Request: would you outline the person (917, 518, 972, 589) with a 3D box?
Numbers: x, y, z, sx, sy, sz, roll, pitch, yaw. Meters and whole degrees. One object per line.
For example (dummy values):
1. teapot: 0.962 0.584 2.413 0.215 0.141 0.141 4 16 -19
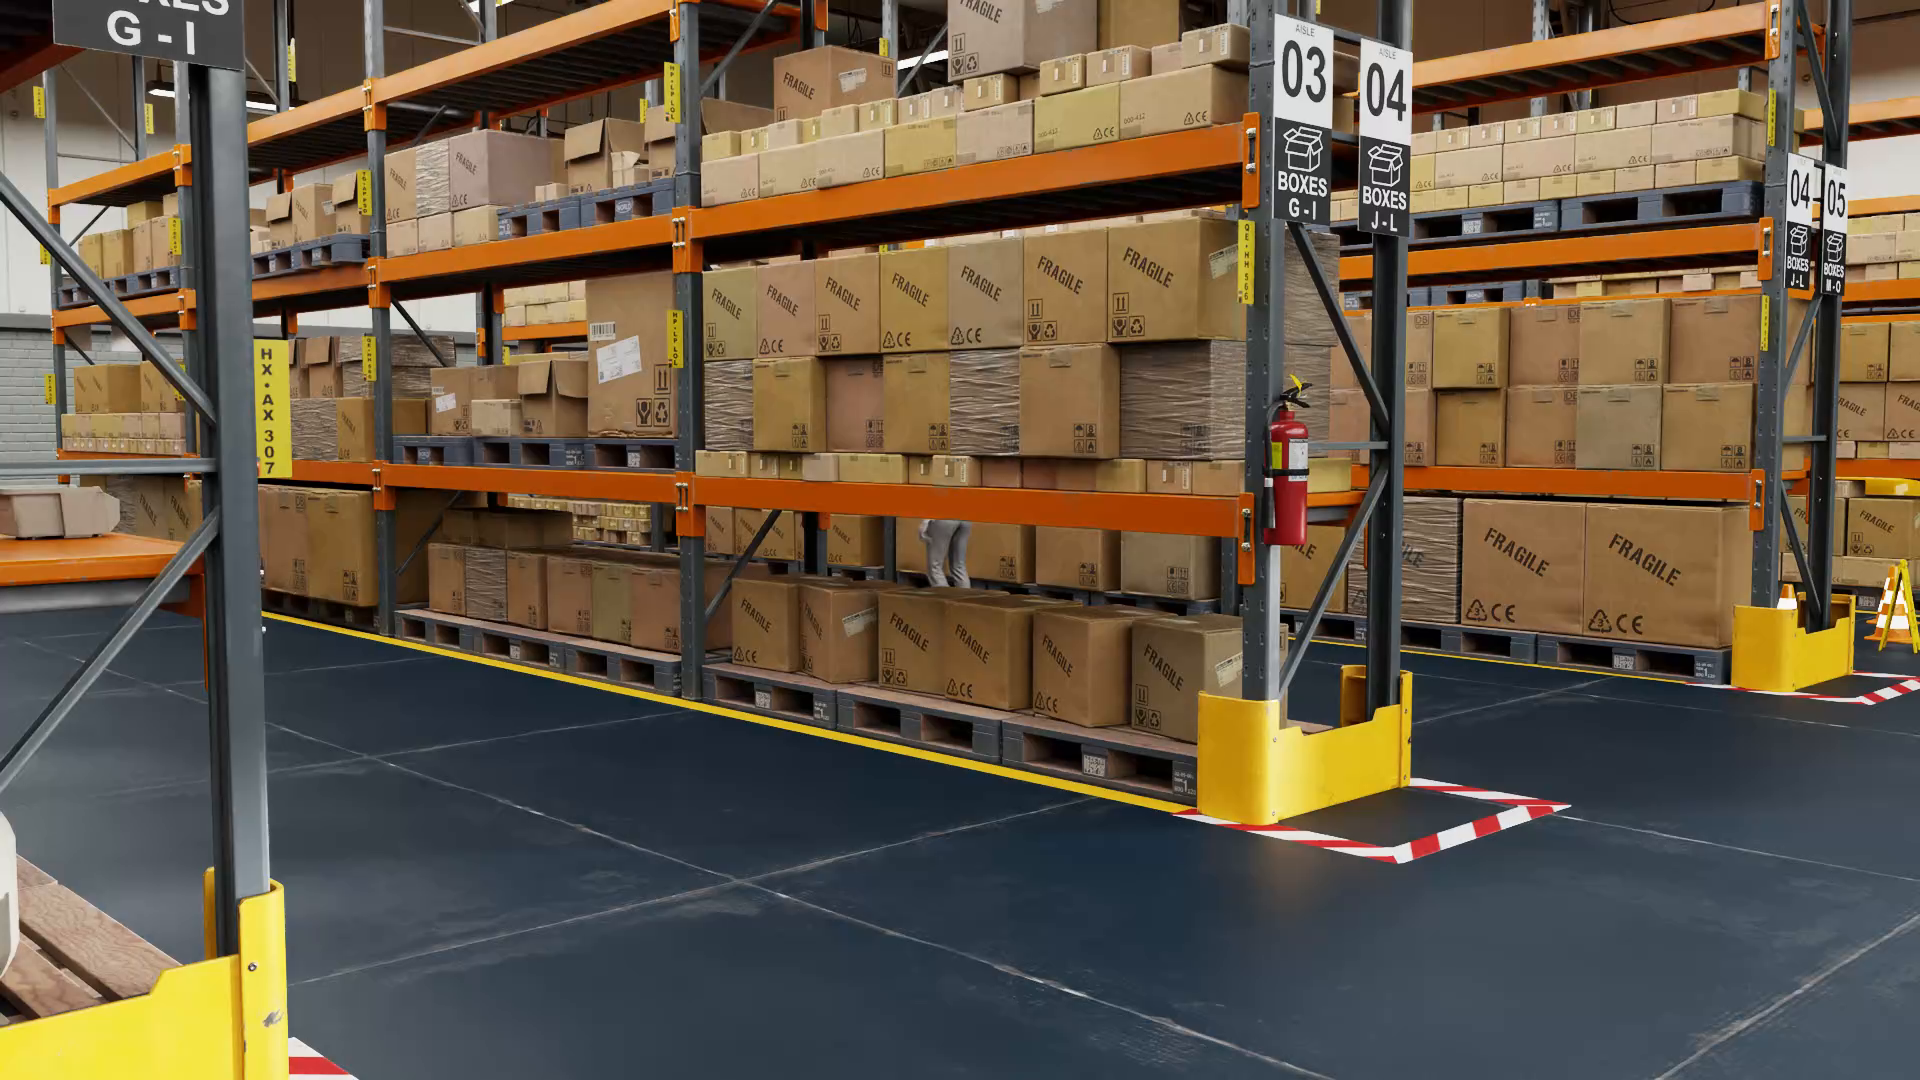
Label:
1. person: -0.106 -0.130 12.984 0.476 1.659 0.338 -4 5 -43
